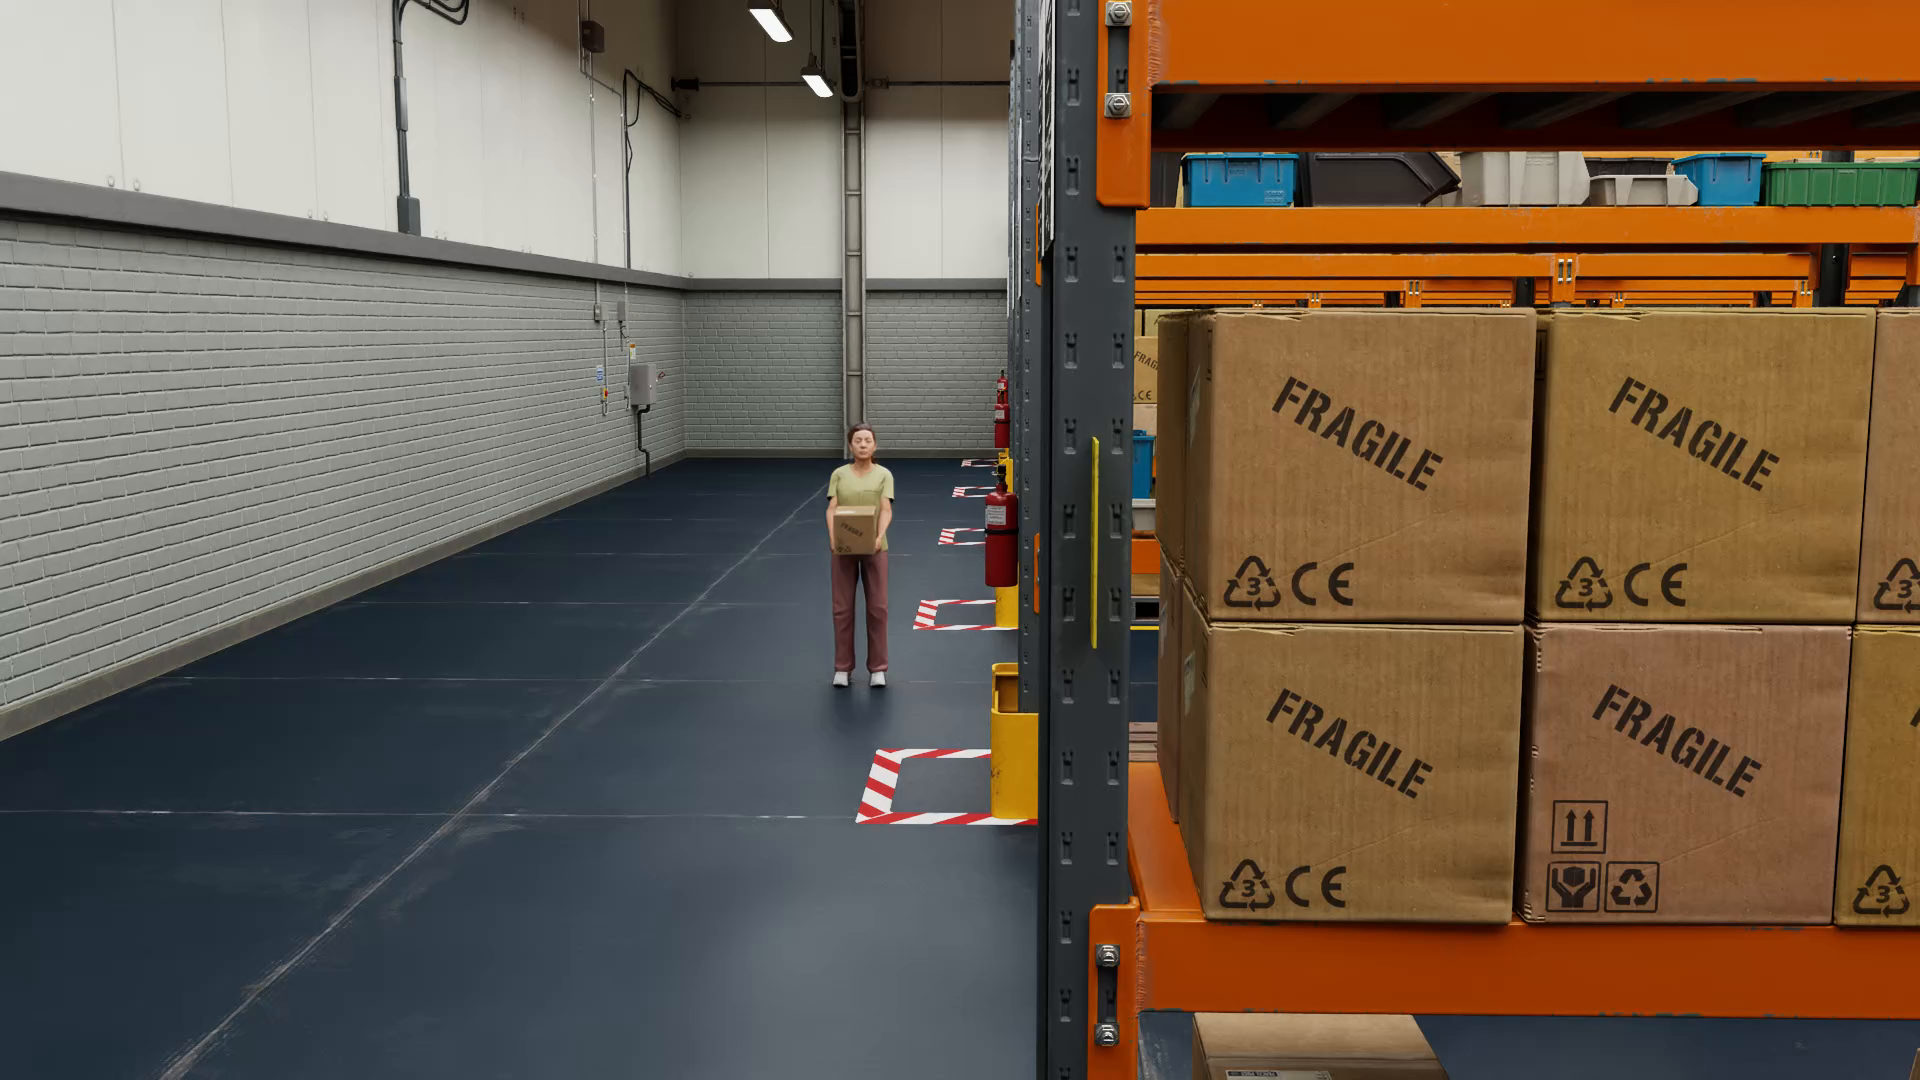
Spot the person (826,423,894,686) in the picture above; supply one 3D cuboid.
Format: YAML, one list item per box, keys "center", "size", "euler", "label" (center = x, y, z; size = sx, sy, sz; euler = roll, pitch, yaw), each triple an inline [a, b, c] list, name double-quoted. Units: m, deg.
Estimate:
- center: [-0.633, 0.100, 10.540]
  size: [0.428, 1.663, 0.538]
  euler: [0, 7, 1]
  label: "person"
